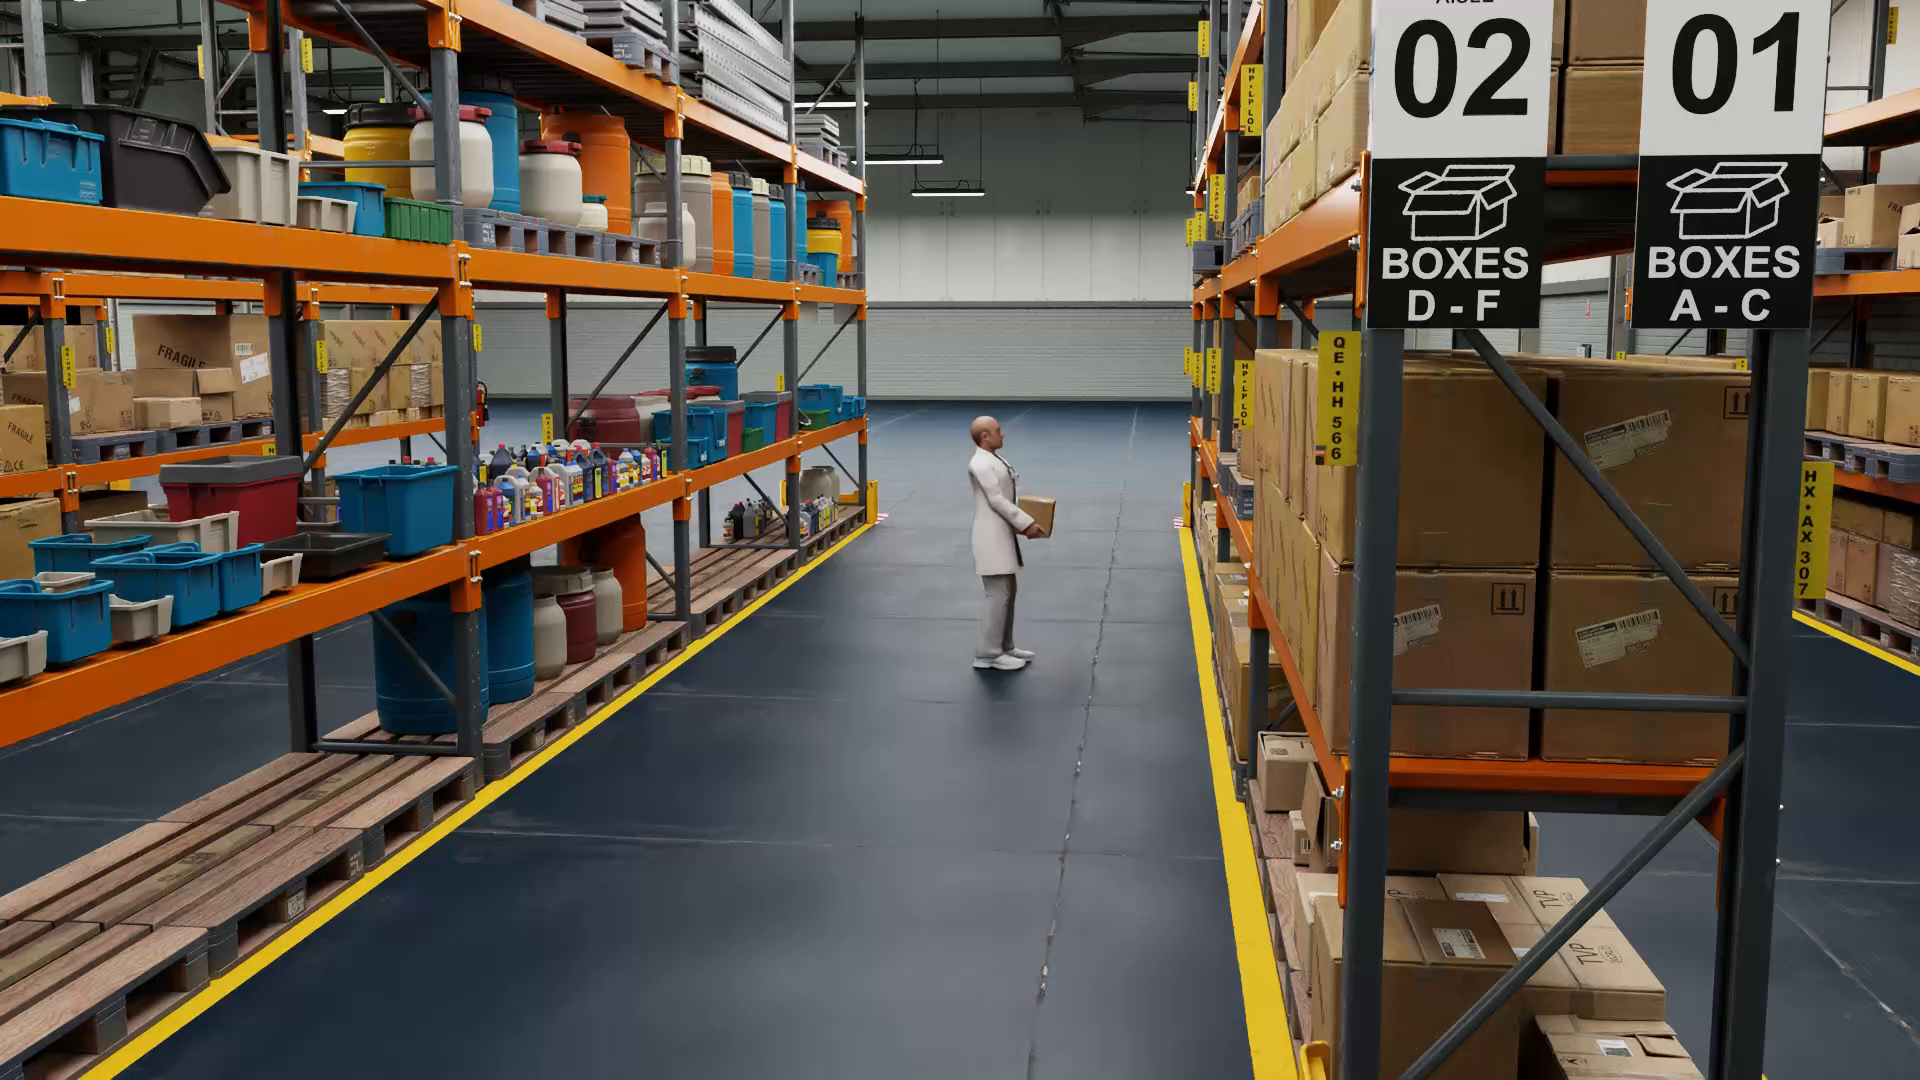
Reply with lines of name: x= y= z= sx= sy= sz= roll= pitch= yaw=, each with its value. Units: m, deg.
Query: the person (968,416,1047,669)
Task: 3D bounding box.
person: x=0.346 y=0.012 z=11.776 sx=0.555 sy=1.770 sz=0.530 roll=1 pitch=7 yaw=7
